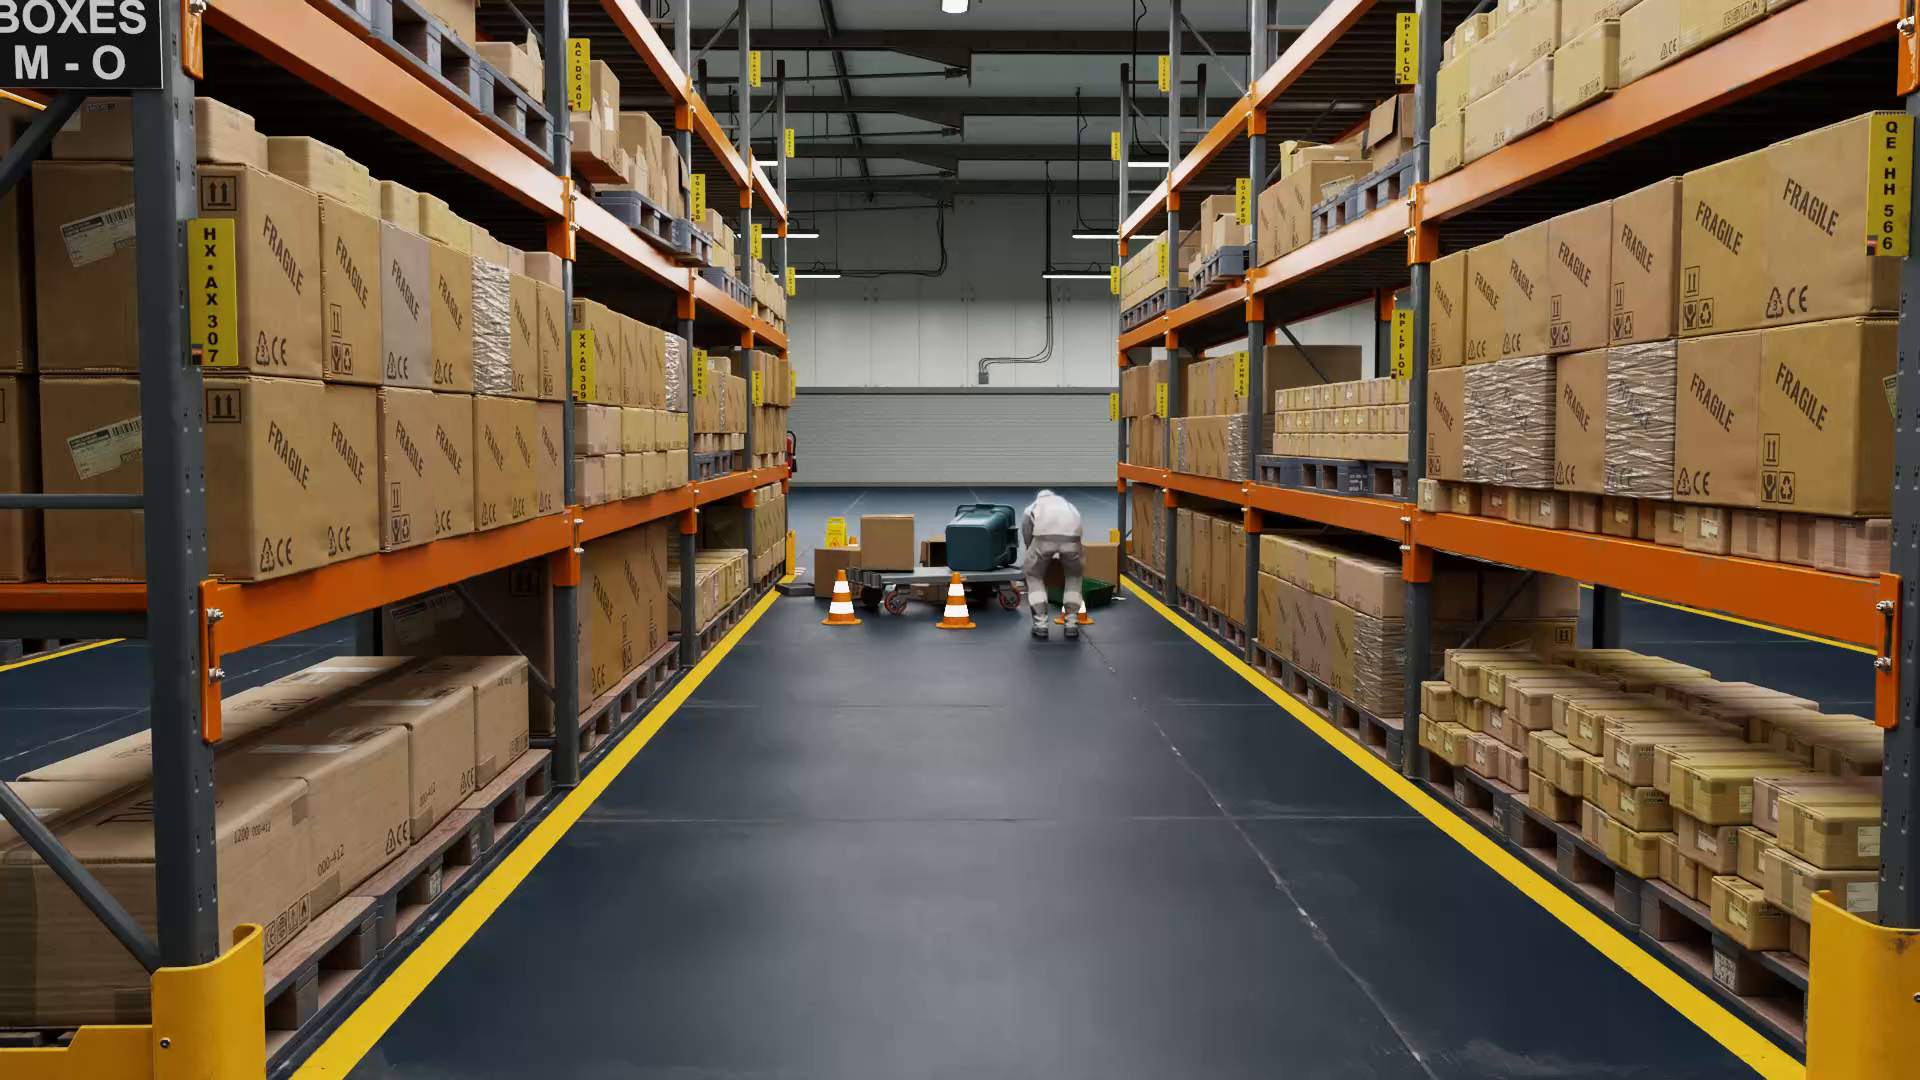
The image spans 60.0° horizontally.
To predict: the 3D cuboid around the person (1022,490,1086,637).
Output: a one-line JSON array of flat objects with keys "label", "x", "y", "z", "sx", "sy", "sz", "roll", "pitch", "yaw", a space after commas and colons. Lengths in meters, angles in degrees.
[{"label": "person", "x": 0.772, "y": 0.183, "z": 13.846, "sx": 0.517, "sy": 1.180, "sz": 0.944, "roll": 0, "pitch": 4, "yaw": -4}]
